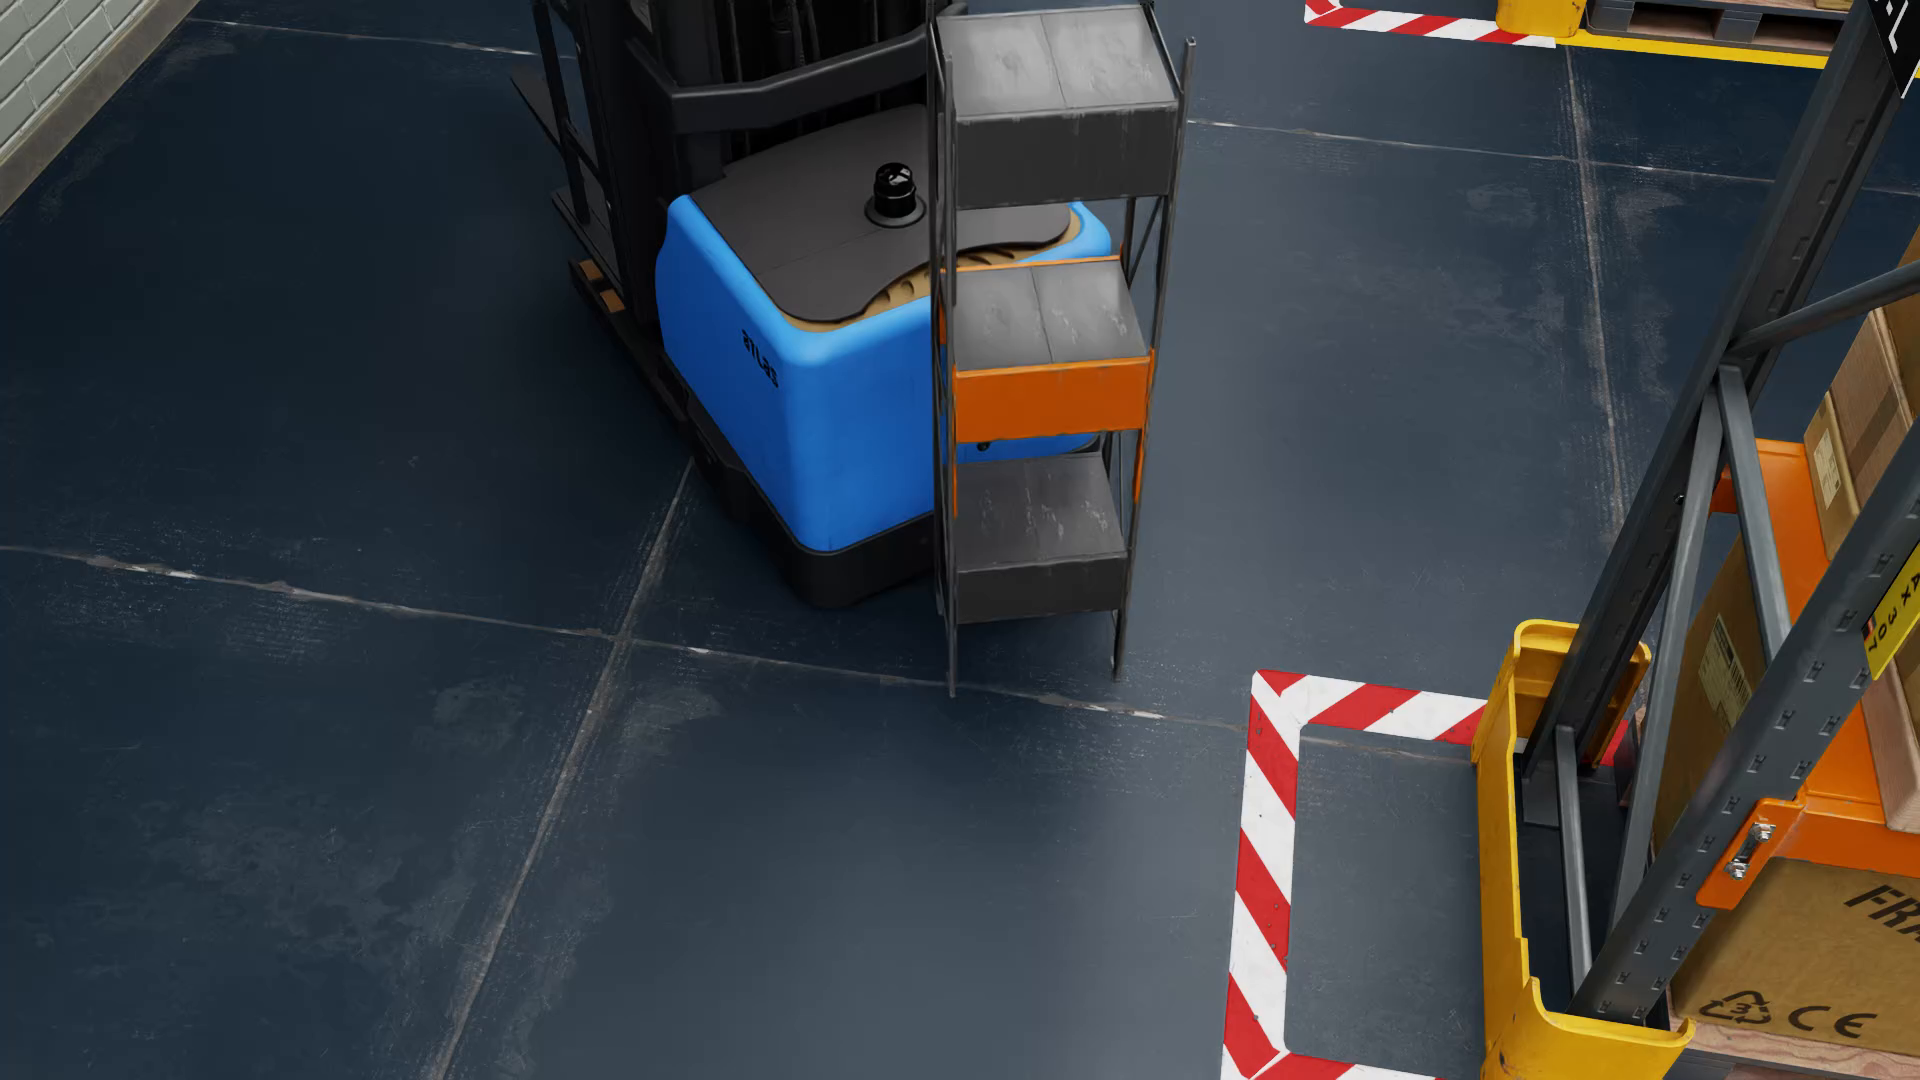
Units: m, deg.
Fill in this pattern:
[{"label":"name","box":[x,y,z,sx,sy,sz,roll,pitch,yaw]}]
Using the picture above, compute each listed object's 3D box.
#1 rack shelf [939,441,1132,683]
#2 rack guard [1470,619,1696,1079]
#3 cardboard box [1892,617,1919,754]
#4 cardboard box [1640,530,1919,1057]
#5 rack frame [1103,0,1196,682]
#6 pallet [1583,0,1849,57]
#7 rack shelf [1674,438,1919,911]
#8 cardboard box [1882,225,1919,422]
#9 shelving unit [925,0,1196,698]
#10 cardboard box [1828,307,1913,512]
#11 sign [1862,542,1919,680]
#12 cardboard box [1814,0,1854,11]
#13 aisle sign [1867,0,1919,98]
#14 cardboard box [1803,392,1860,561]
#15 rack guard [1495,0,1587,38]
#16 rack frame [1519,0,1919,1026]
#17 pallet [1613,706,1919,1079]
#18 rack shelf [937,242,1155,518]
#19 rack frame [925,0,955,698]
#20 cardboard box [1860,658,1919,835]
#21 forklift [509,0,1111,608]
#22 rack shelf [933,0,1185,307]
[{"label":"rack shelf","box":[0.197,0.066,4.739,0.480,0.518,0.431,-5,48,-5]},{"label":"rack guard","box":[1.529,0.820,4.177,0.348,0.500,1.175,8,49,7]},{"label":"cardboard box","box":[1.977,0.199,2.955,0.500,0.250,0.500,7,48,6]},{"label":"cardboard box","box":[2.197,0.583,3.855,0.875,0.875,0.875,8,49,7]},{"label":"rack frame","box":[0.439,-0.433,4.227,0.015,2.100,0.400,-5,48,-5]},{"label":"pallet","box":[3.402,-2.554,7.403,1.213,0.211,1.003,8,49,7]},{"label":"rack shelf","box":[3.521,0.492,3.275,4.000,0.370,1.077,8,49,7]},{"label":"cardboard box","box":[2.079,-0.441,3.026,0.500,0.500,0.500,8,49,7]},{"label":"shelving unit","box":[0.197,-0.411,4.208,0.503,2.100,0.431,-5,48,-5]},{"label":"cardboard box","box":[2.077,-0.192,3.307,0.500,0.250,0.500,7,48,6]},{"label":"sign","box":[1.448,0.077,2.529,0.005,0.325,0.100,8,49,7]},{"label":"cardboard box","box":[3.743,-2.397,7.022,0.250,0.149,0.380,8,49,7]},{"label":"aisle sign","box":[1.535,-1.111,2.484,0.004,0.787,0.394,8,49,7]},{"label":"cardboard box","box":[1.962,-0.123,3.512,0.250,0.149,0.380,9,49,8]},{"label":"rack guard","box":[2.609,-2.784,7.416,0.348,0.500,1.175,8,49,7]},{"label":"rack frame","box":[1.553,-0.013,3.245,0.127,3.000,1.000,8,49,7]},{"label":"pallet","box":[2.353,0.968,4.238,1.213,0.211,1.003,8,49,7]},{"label":"rack shelf","box":[0.197,-0.402,4.218,0.480,0.518,0.431,-5,48,-5]},{"label":"rack frame","box":[-0.045,-0.390,4.189,0.015,2.100,0.400,-5,48,-5]},{"label":"cardboard box","box":[1.843,0.360,3.079,0.250,0.149,0.380,8,49,7]},{"label":"forklift","box":[-0.744,-1.867,4.957,1.130,2.935,3.031,-24,52,-20]},{"label":"rack shelf","box":[0.197,-0.870,3.698,0.480,0.518,0.431,-5,48,-5]}]
